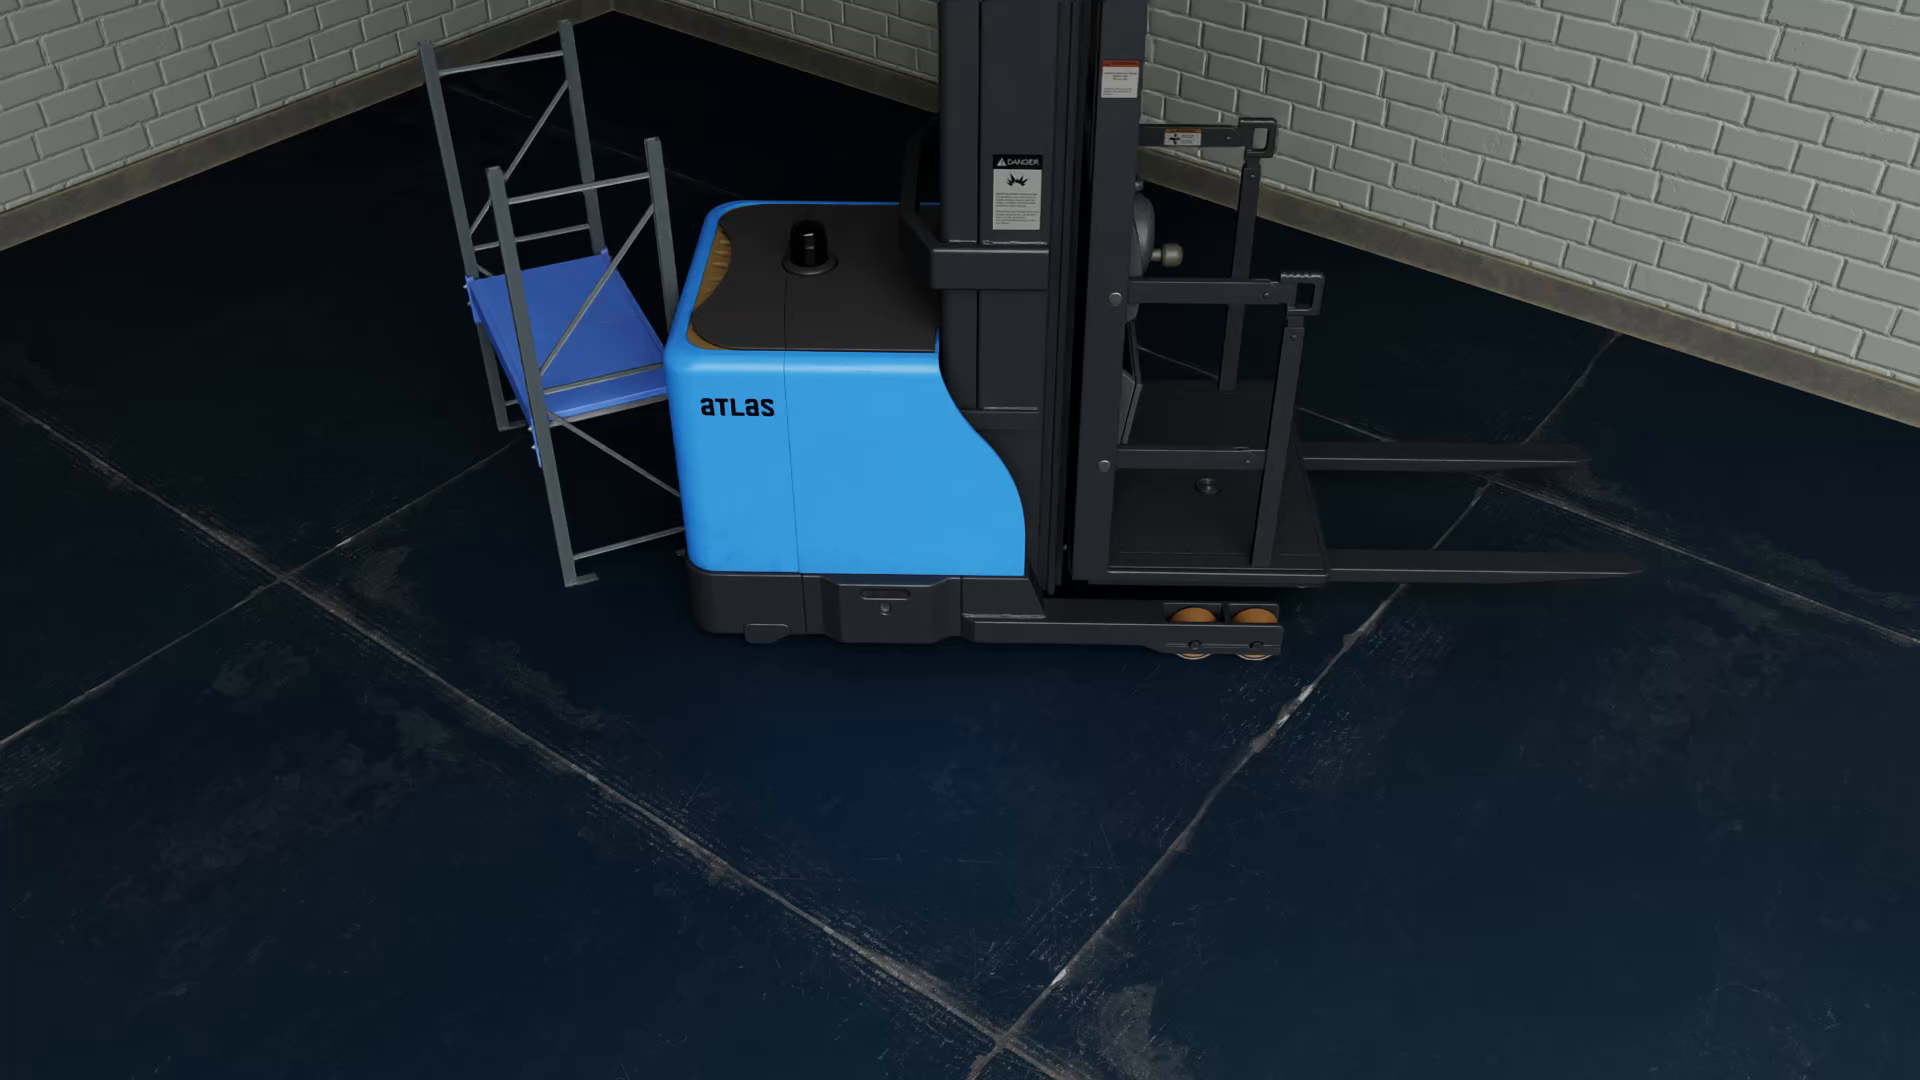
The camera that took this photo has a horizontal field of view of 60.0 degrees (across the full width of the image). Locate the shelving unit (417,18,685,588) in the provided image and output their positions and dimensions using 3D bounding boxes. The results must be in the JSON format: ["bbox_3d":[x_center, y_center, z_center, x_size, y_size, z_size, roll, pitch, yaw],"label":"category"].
[{"bbox_3d":[-1.307,-0.788,5.540,0.538,1.500,1.048,-16,41,-19],"label":"shelving unit"}]

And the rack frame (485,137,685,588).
[{"bbox_3d":[-1.094,-0.504,5.177,0.500,1.500,0.032,-16,41,-19],"label":"rack frame"}]

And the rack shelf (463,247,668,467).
[{"bbox_3d":[-1.307,-0.647,5.651,0.538,0.185,1.000,-16,41,-19],"label":"rack shelf"}]

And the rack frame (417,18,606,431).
[{"bbox_3d":[-1.519,-1.073,5.904,0.500,1.500,0.032,-16,41,-19],"label":"rack frame"}]

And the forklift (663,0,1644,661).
[{"bbox_3d":[0.662,-1.107,4.786,3.031,2.935,1.130,1,38,1],"label":"forklift"}]
